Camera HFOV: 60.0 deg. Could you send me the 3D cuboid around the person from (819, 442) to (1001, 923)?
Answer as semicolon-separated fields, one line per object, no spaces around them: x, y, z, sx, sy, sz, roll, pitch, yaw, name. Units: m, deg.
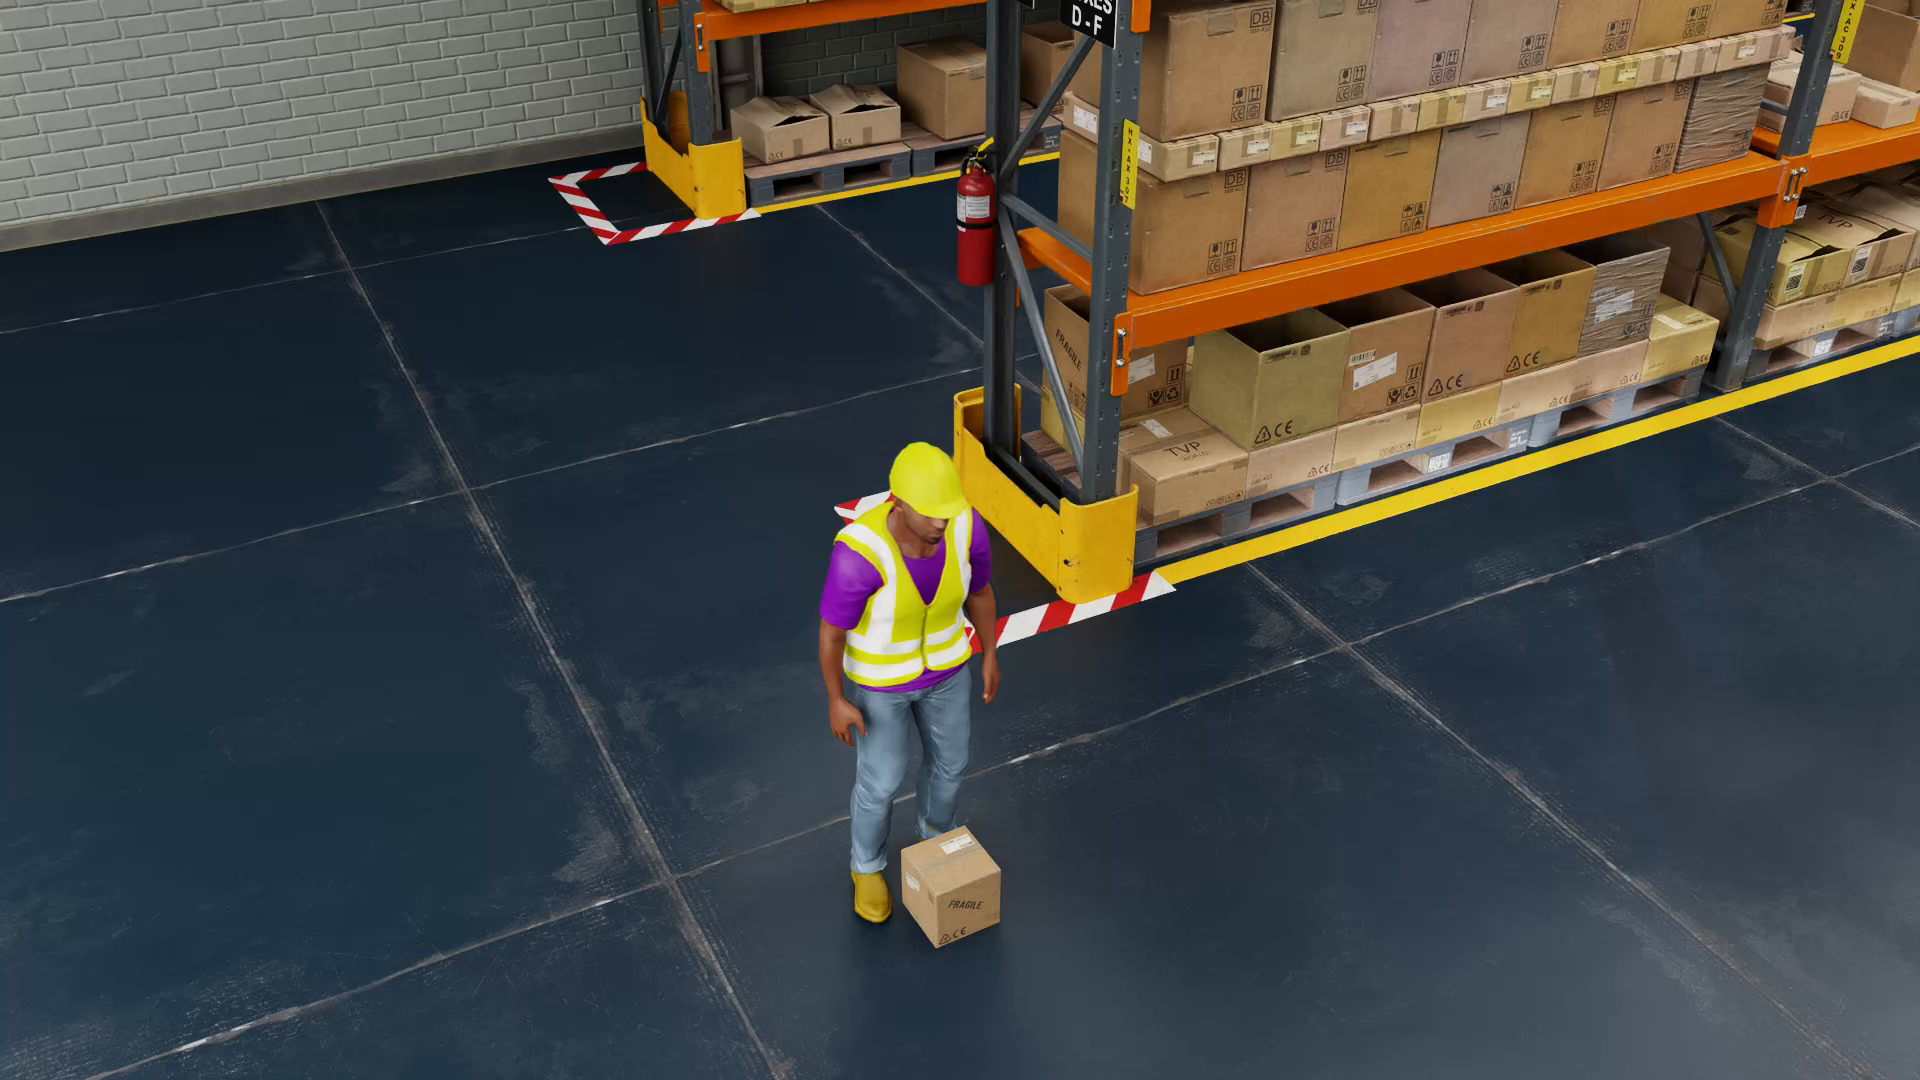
-0.149;0.444;5.434;0.626;1.761;0.458;-16;36;-23;person
